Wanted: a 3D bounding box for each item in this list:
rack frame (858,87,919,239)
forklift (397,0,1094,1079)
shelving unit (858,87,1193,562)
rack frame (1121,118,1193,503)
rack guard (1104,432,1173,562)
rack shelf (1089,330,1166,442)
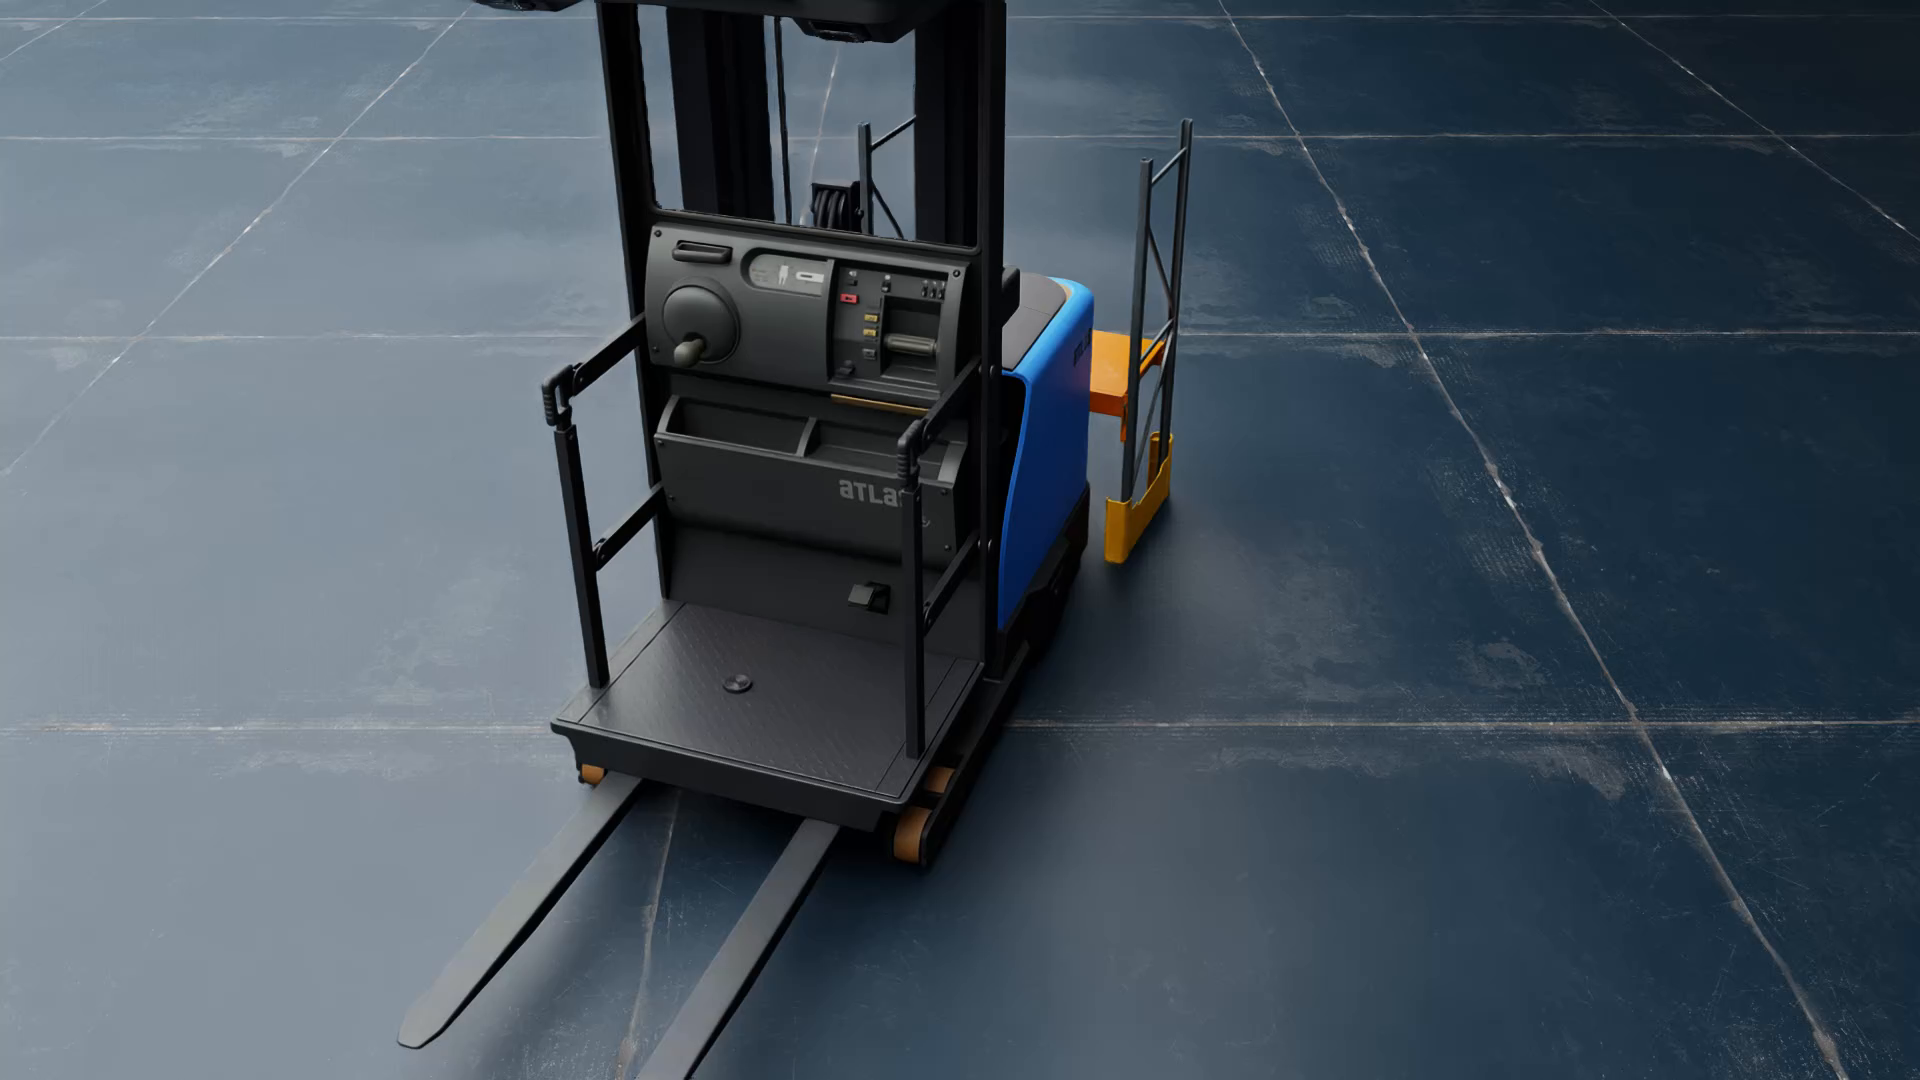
[{"bbox_3d":[-0.239,-0.908,6.301,0.032,1.500,0.500,13,33,20],"label":"rack frame"},{"bbox_3d":[-0.501,-0.572,4.367,1.130,2.935,3.031,10,33,16],"label":"forklift"},{"bbox_3d":[0.220,-0.806,6.132,1.083,1.500,0.587,13,33,20],"label":"shelving unit"},{"bbox_3d":[0.695,-0.700,5.957,0.032,1.500,0.500,13,33,20],"label":"rack frame"},{"bbox_3d":[0.677,-0.169,6.288,0.087,0.250,0.587,13,33,20],"label":"rack guard"},{"bbox_3d":[0.228,-0.650,6.222,1.000,0.185,0.538,13,33,20],"label":"rack shelf"}]
